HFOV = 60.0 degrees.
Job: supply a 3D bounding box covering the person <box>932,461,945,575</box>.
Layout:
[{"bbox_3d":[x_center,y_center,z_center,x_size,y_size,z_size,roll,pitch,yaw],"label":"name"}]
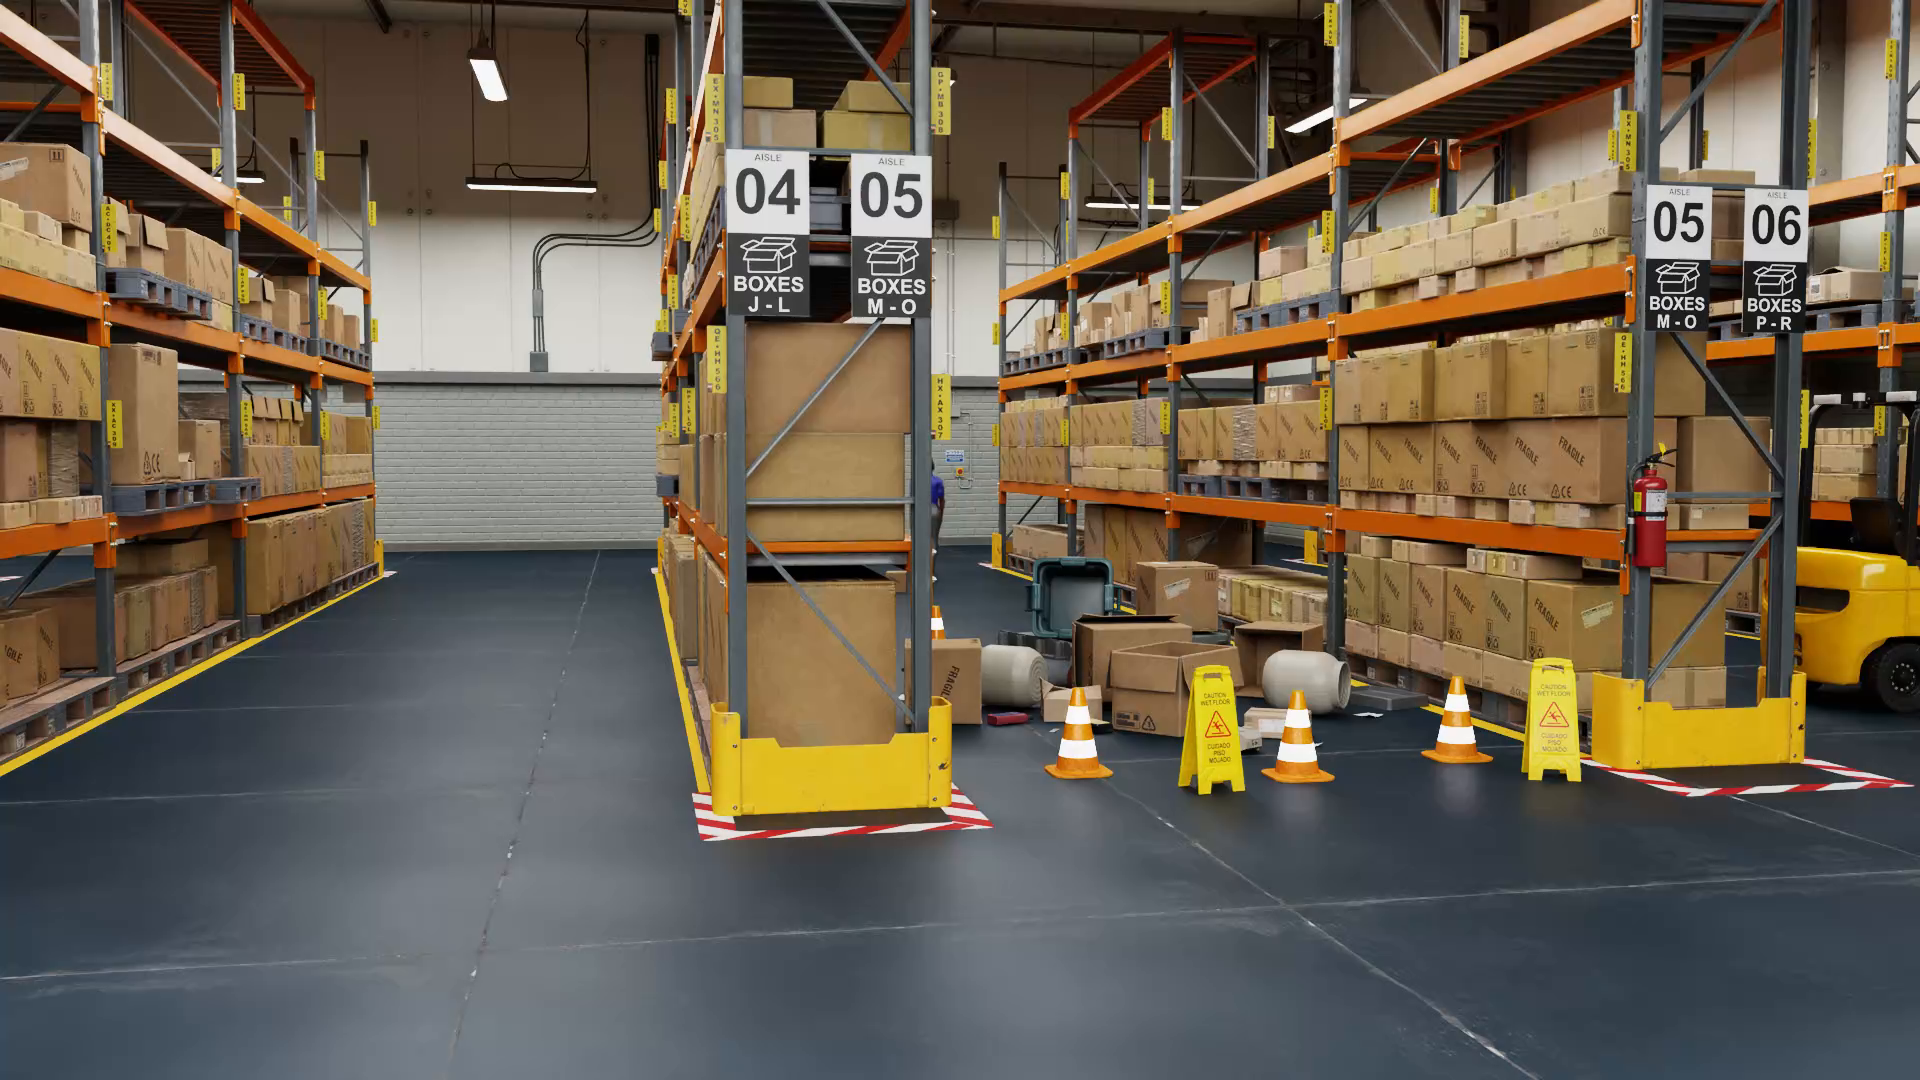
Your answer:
[{"bbox_3d":[-0.435,-0.331,23.083,0.449,1.592,0.991,0,3,0],"label":"person"}]
